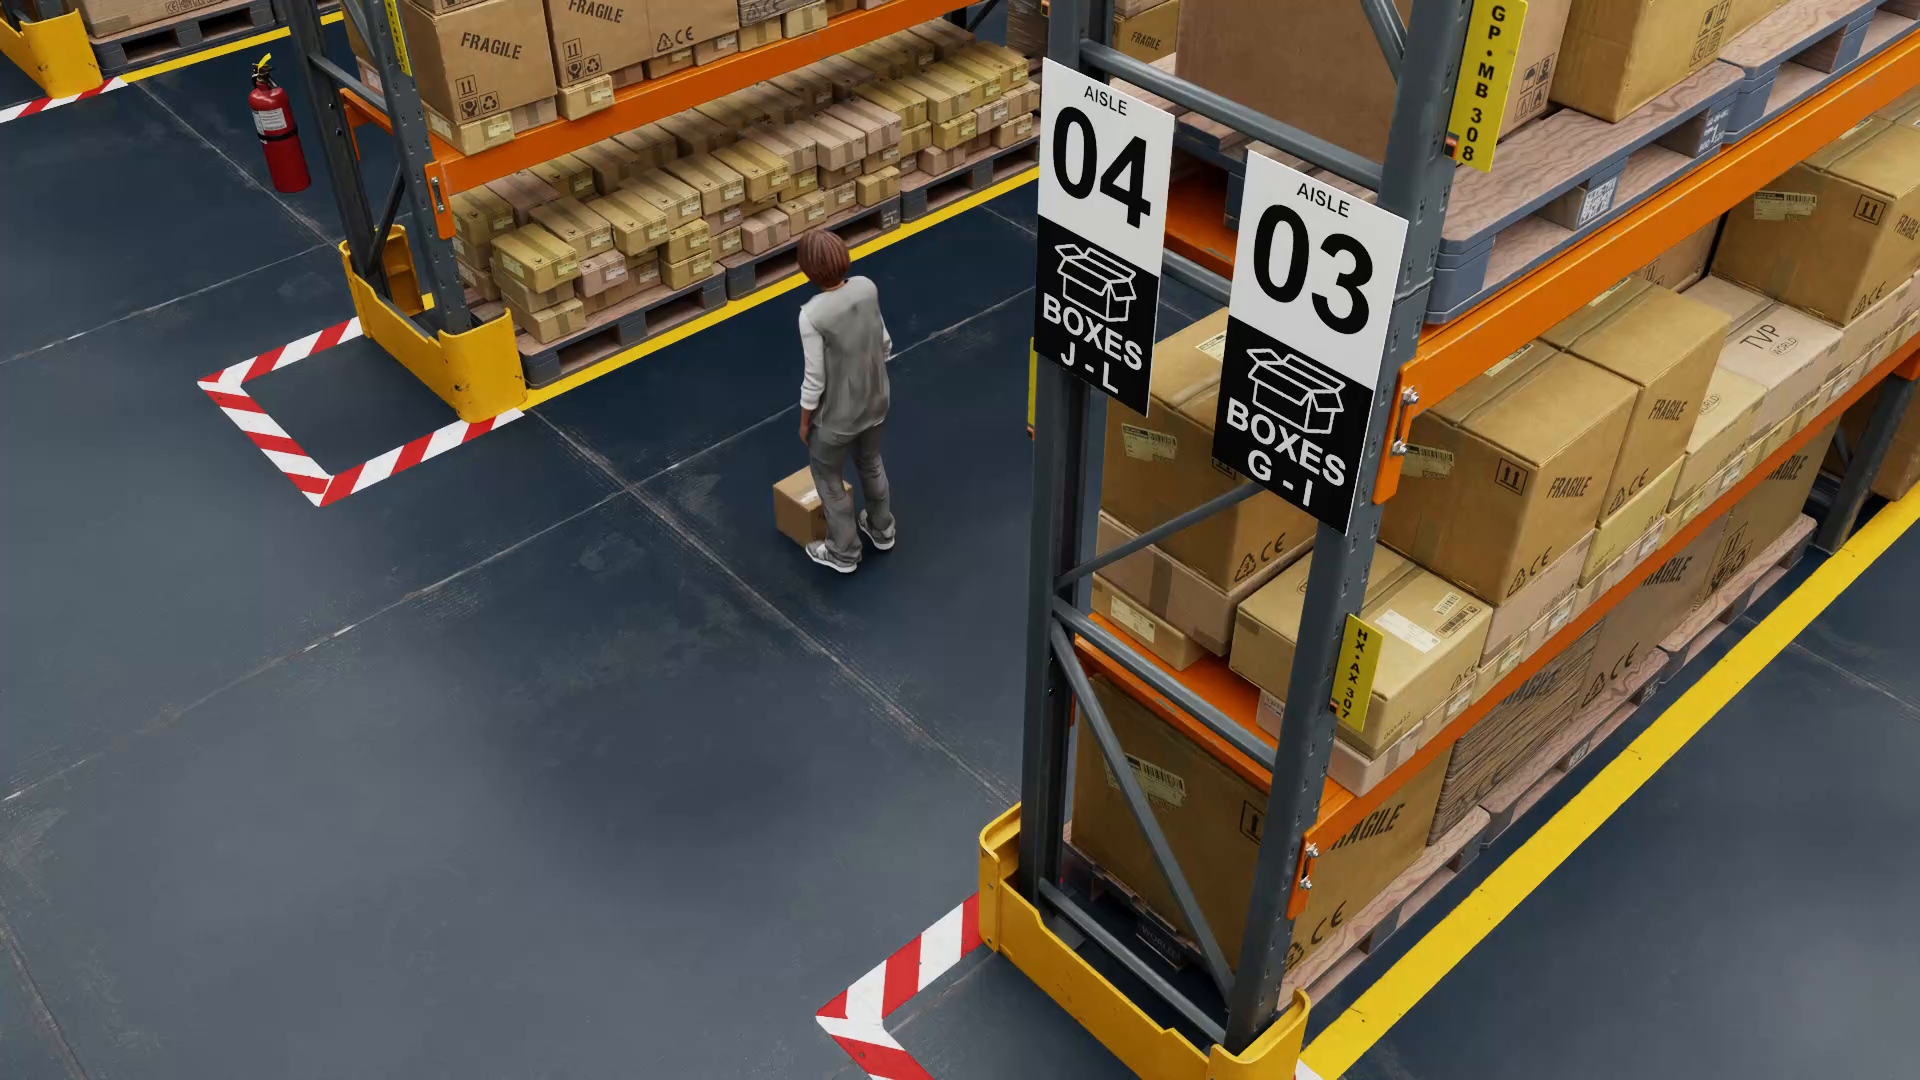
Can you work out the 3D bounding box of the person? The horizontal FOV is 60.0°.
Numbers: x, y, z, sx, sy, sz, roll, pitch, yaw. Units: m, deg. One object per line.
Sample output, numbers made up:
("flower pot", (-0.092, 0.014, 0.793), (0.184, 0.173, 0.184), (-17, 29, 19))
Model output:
("person", (-0.476, -0.454, 6.885), (0.466, 1.352, 0.326), (-33, 50, -32))
